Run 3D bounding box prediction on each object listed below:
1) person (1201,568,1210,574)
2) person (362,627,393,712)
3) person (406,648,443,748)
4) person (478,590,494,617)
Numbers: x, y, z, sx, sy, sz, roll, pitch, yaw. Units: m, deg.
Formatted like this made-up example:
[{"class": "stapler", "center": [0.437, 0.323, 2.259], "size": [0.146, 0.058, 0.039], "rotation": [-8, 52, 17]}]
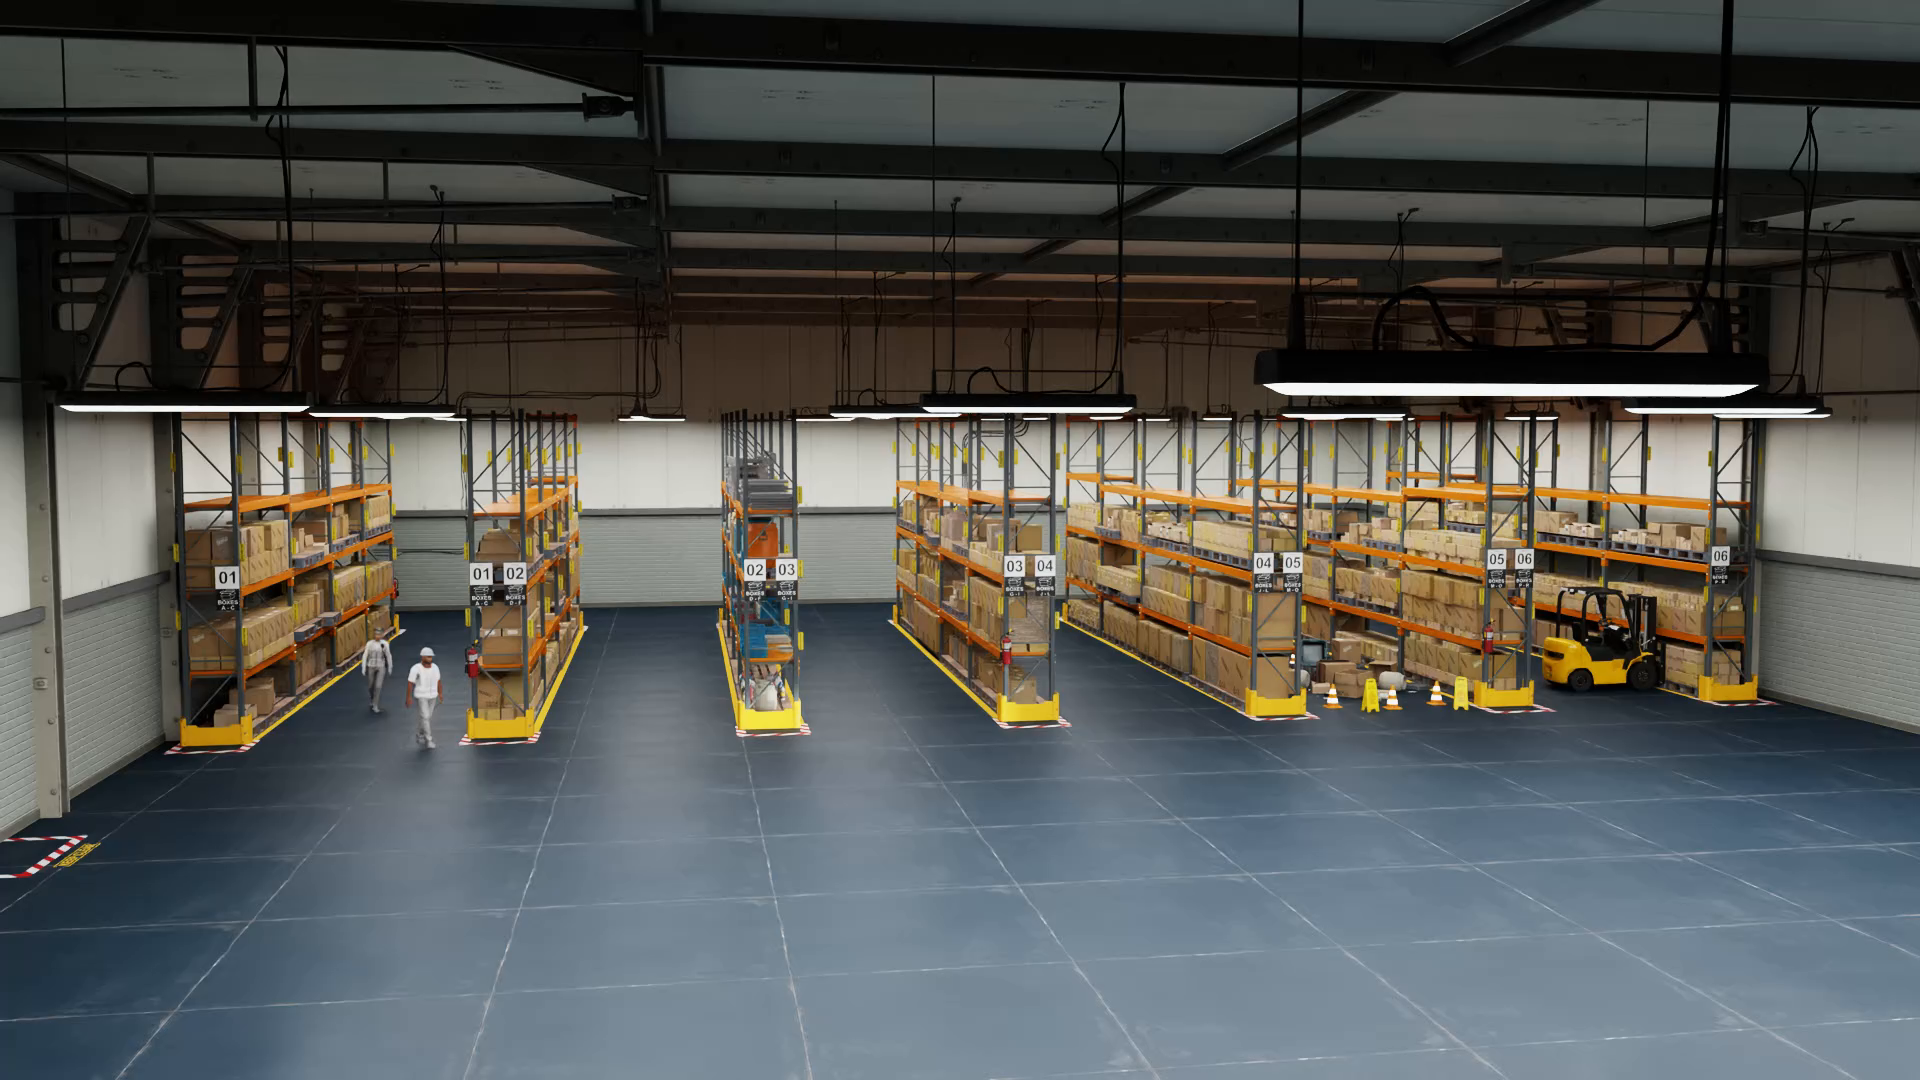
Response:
[{"class": "person", "center": [6.939, 1.639, 46.949], "size": [0.578, 1.699, 0.541], "rotation": [2, 5, 30]}, {"class": "person", "center": [-11.701, 2.586, 33.402], "size": [0.569, 1.682, 0.739], "rotation": [-1, 4, -15]}, {"class": "person", "center": [-9.416, 2.780, 29.474], "size": [0.906, 1.726, 0.626], "rotation": [3, 5, 36]}, {"class": "person", "center": [-12.610, 1.837, 44.339], "size": [0.566, 1.600, 0.700], "rotation": [0, 4, 0]}]
